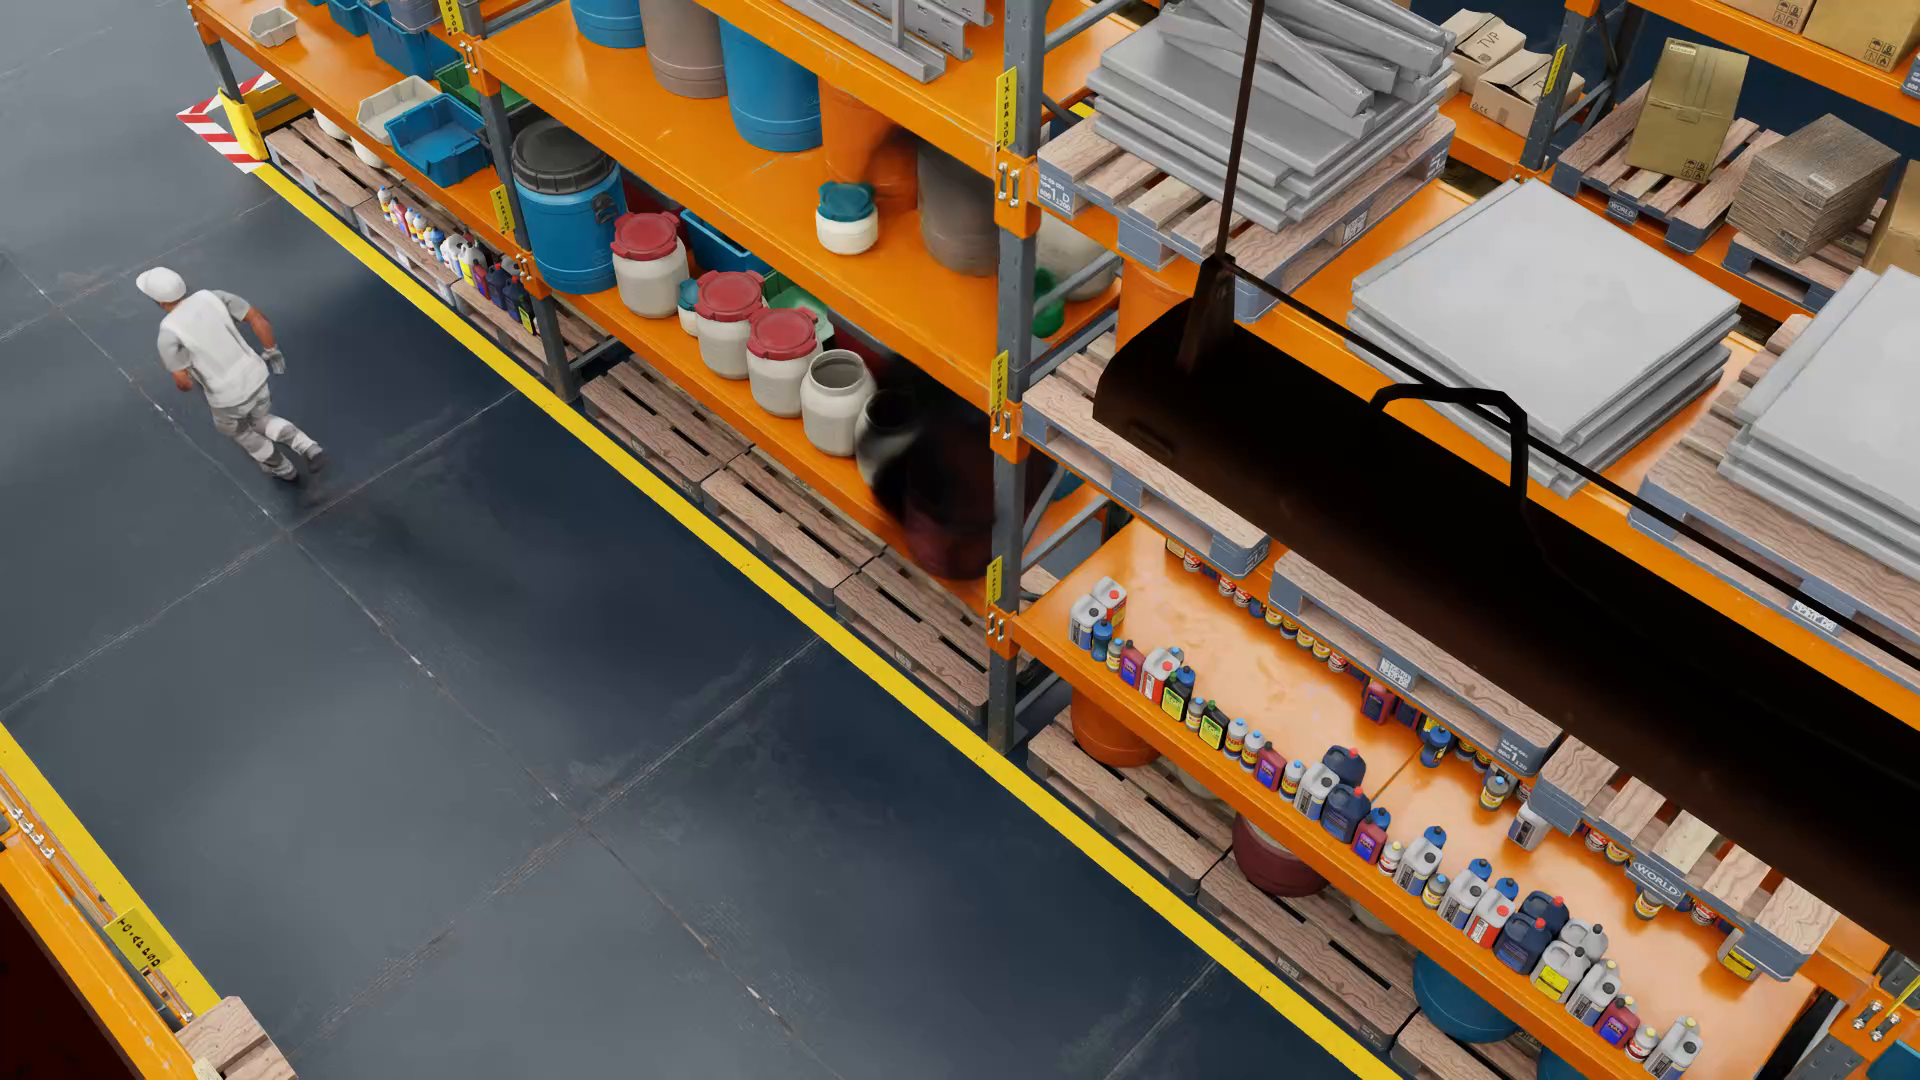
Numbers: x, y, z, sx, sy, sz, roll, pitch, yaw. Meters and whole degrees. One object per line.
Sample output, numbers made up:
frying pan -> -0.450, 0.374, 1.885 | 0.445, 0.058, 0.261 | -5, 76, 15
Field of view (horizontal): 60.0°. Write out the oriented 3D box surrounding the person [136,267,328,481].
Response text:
person -> -4.343, -0.905, 10.061 | 0.833, 1.716, 0.655 | 16, 52, 13
